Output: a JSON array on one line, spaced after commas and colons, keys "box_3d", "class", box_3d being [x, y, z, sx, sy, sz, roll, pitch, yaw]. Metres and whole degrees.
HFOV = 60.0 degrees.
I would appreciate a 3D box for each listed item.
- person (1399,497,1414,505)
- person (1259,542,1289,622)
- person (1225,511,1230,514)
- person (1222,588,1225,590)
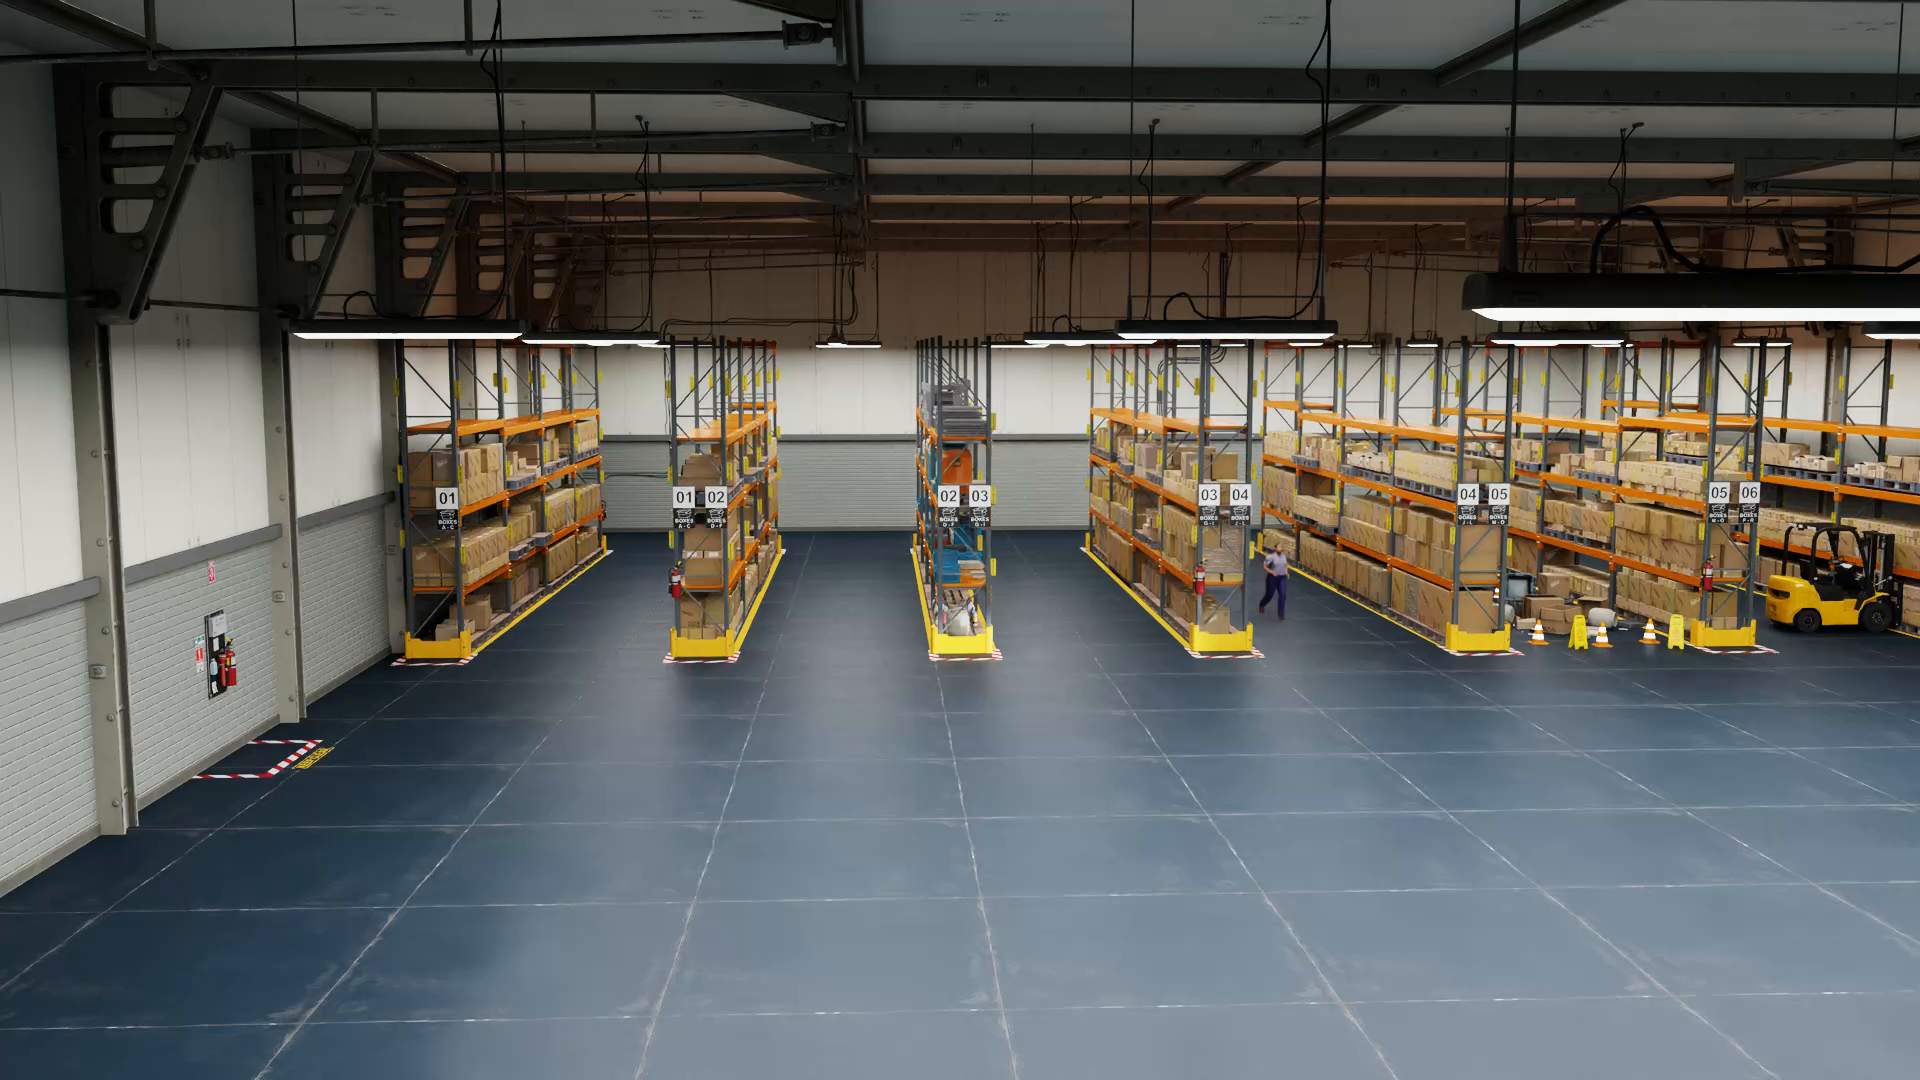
[{"box_3d": [13.251, -0.768, 49.504, 0.854, 1.752, 0.673, 2, 7, 14], "class": "person"}, {"box_3d": [6.788, 0.868, 35.616, 0.643, 1.641, 0.959, -2, 7, -16], "class": "person"}, {"box_3d": [7.649, -0.512, 47.751, 0.649, 1.647, 0.589, 2, 7, 13], "class": "person"}, {"box_3d": [6.262, 0.391, 39.977, 0.509, 1.604, 0.667, 0, 6, 1], "class": "person"}]
